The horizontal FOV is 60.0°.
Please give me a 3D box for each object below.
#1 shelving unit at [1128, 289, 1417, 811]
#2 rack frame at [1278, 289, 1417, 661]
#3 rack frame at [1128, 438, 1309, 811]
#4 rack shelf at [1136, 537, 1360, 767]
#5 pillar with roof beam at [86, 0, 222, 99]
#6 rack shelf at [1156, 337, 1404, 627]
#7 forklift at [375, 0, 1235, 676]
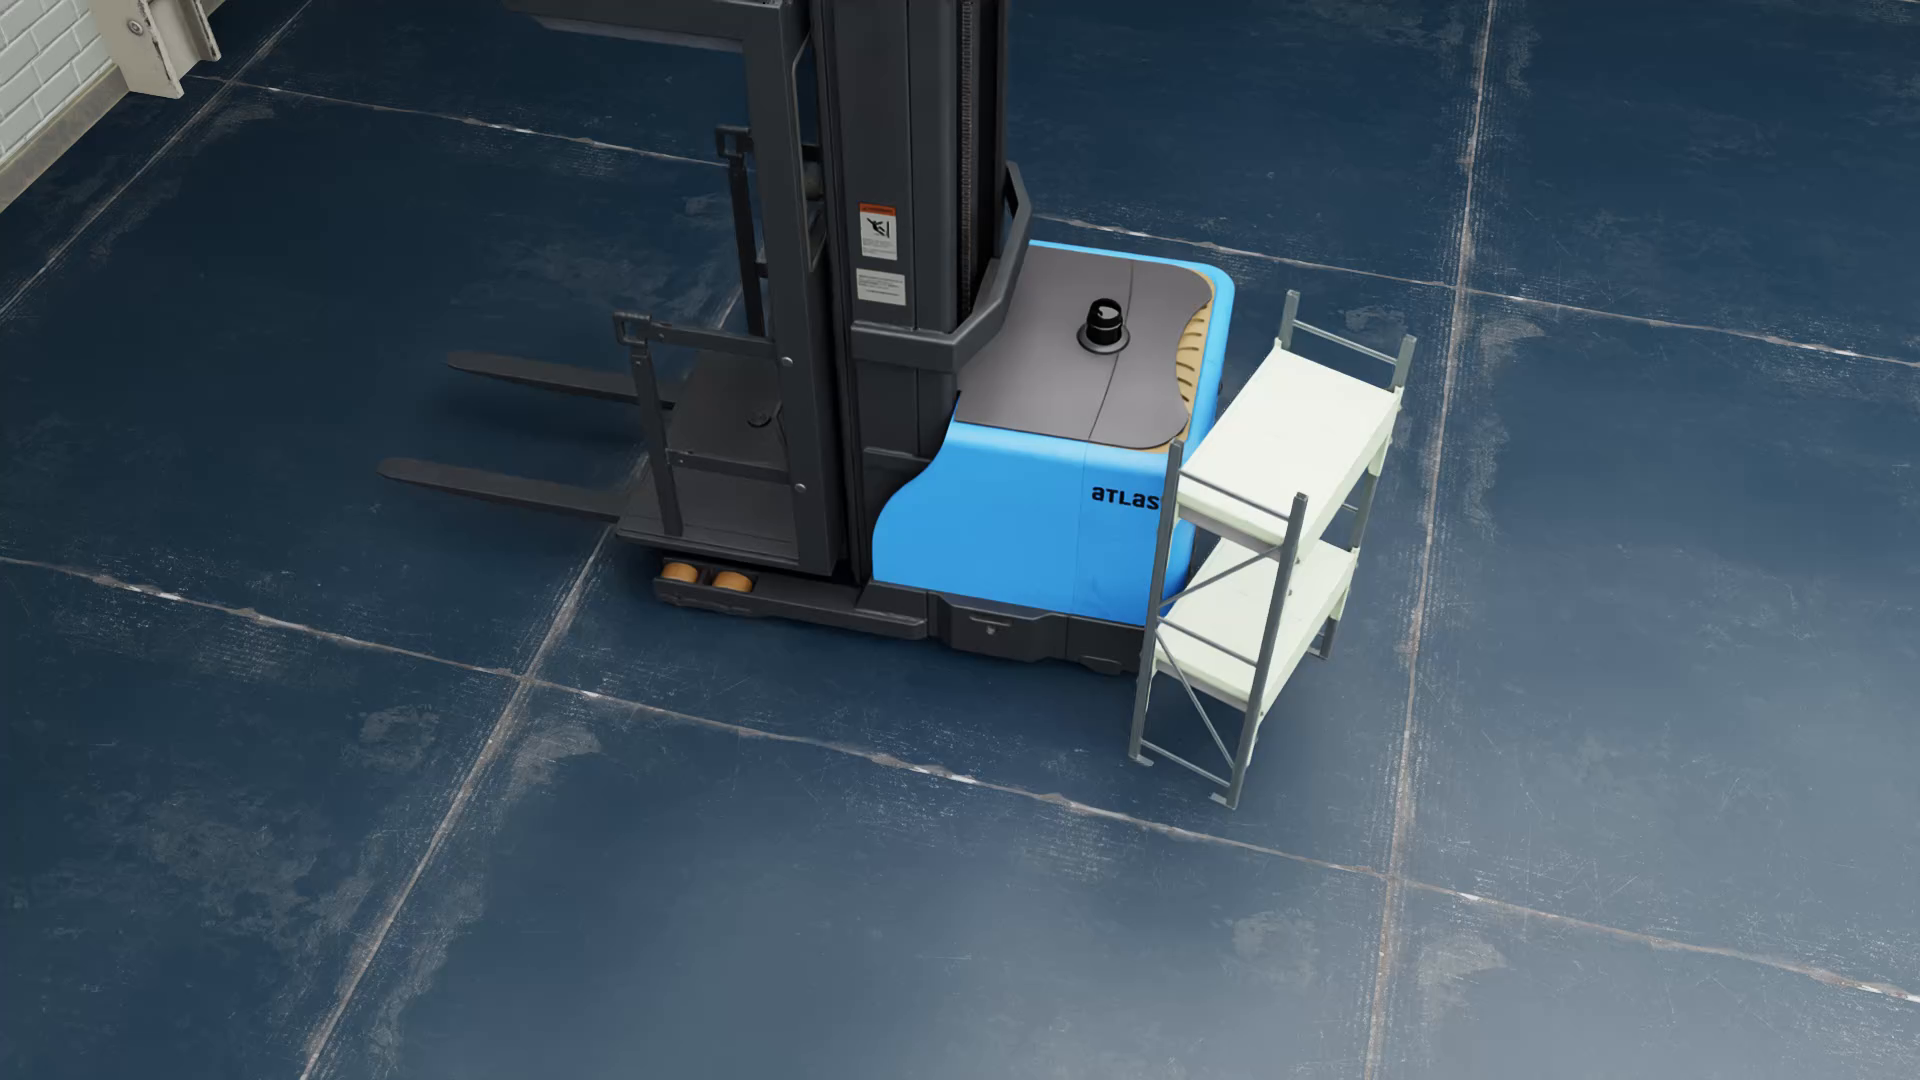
[{"bbox_3d":[0.937,0.075,5.183,0.431,1.500,0.755,26,53,21],"label":"shelving unit"},{"bbox_3d":[1.134,-0.156,5.387,0.400,1.500,0.023,26,53,21],"label":"rack frame"},{"bbox_3d":[0.740,0.307,4.979,0.400,1.500,0.023,26,53,21],"label":"rack frame"},{"bbox_3d":[0.937,0.291,5.427,0.431,0.370,0.720,26,53,21],"label":"rack shelf"},{"bbox_3d":[0.221,-4.466,4.190,9.100,9.000,0.400,12,50,10],"label":"pillar with roof beam"},{"bbox_3d":[0.937,-0.183,4.890,0.431,0.370,0.720,26,53,21],"label":"rack shelf"},{"bbox_3d":[-0.628,-1.076,5.244,3.031,2.935,1.130,10,49,8],"label":"forklift"}]
